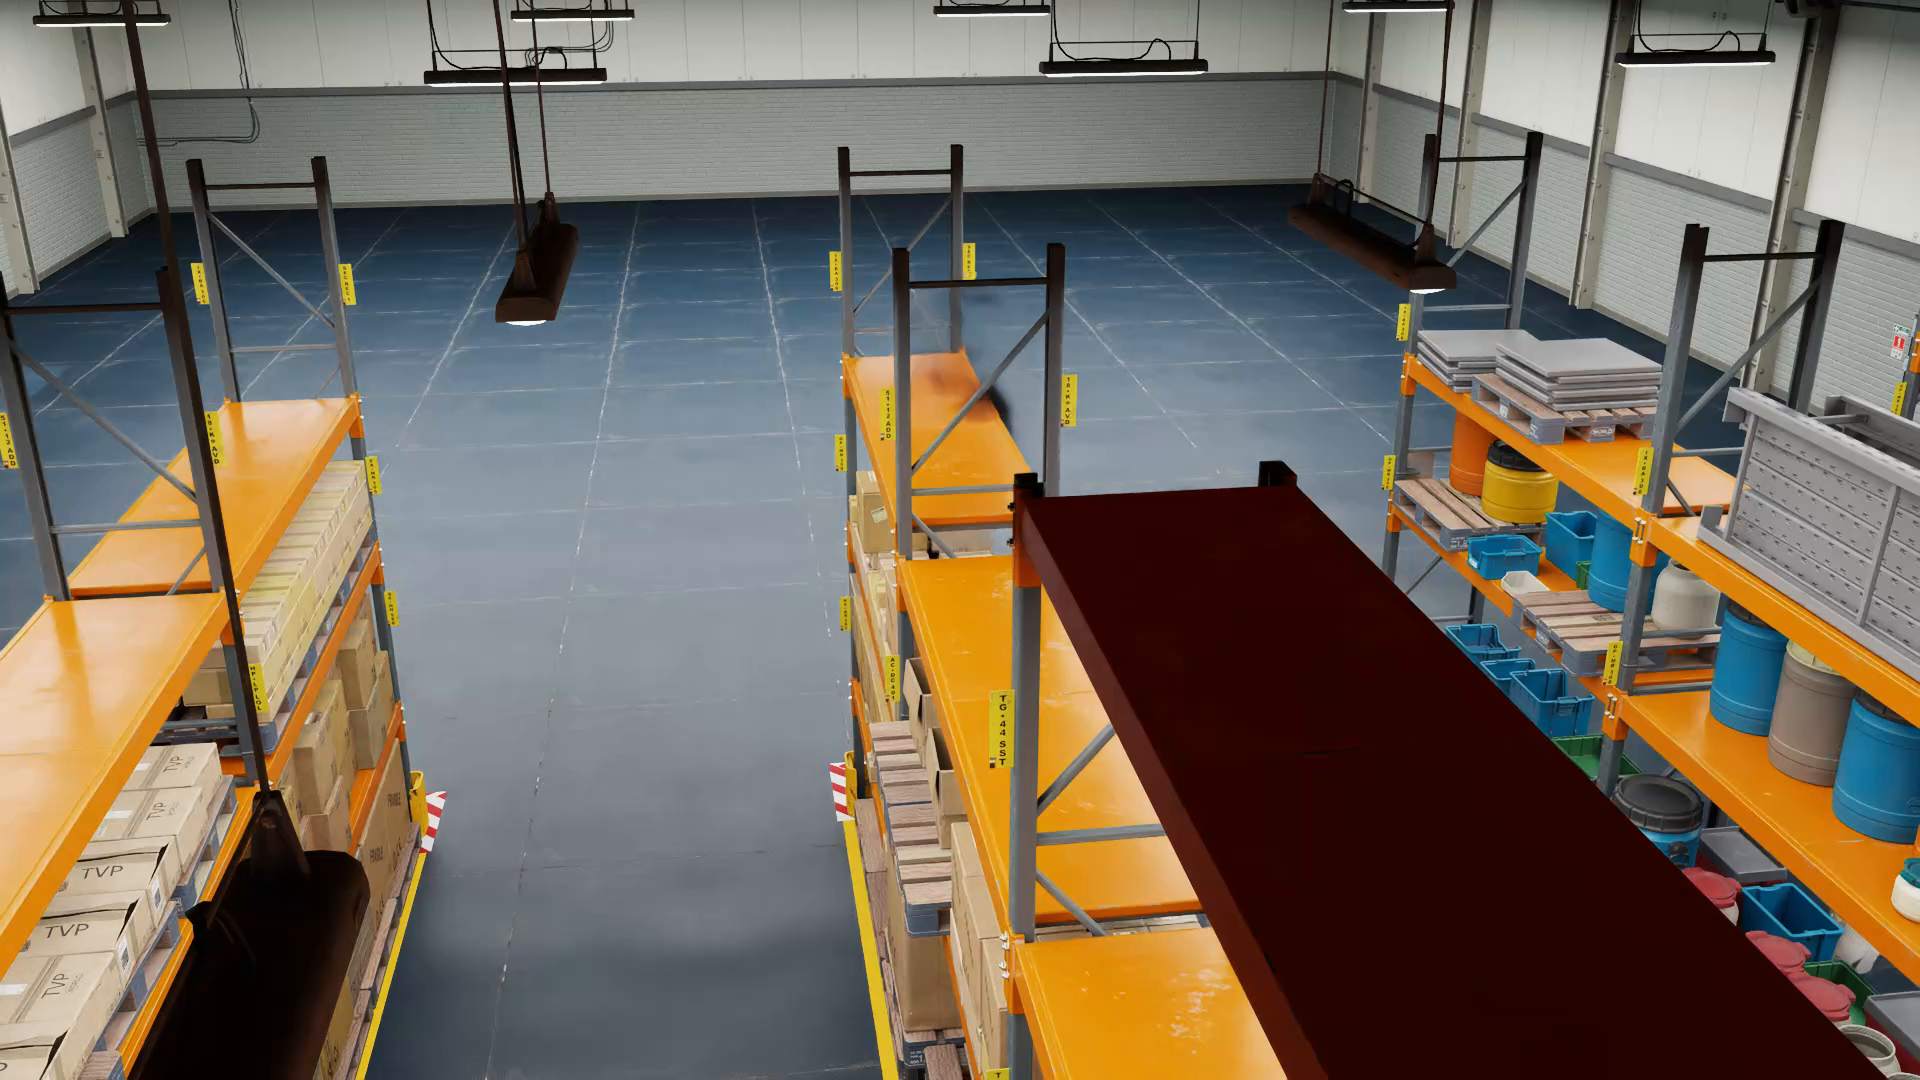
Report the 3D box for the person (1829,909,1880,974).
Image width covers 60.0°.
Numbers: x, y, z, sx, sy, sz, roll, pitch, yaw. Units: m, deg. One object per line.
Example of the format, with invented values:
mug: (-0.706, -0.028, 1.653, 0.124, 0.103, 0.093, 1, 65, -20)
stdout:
person: (6.461, 2.872, 12.049, 0.707, 1.735, 0.633, -4, 22, -9)
